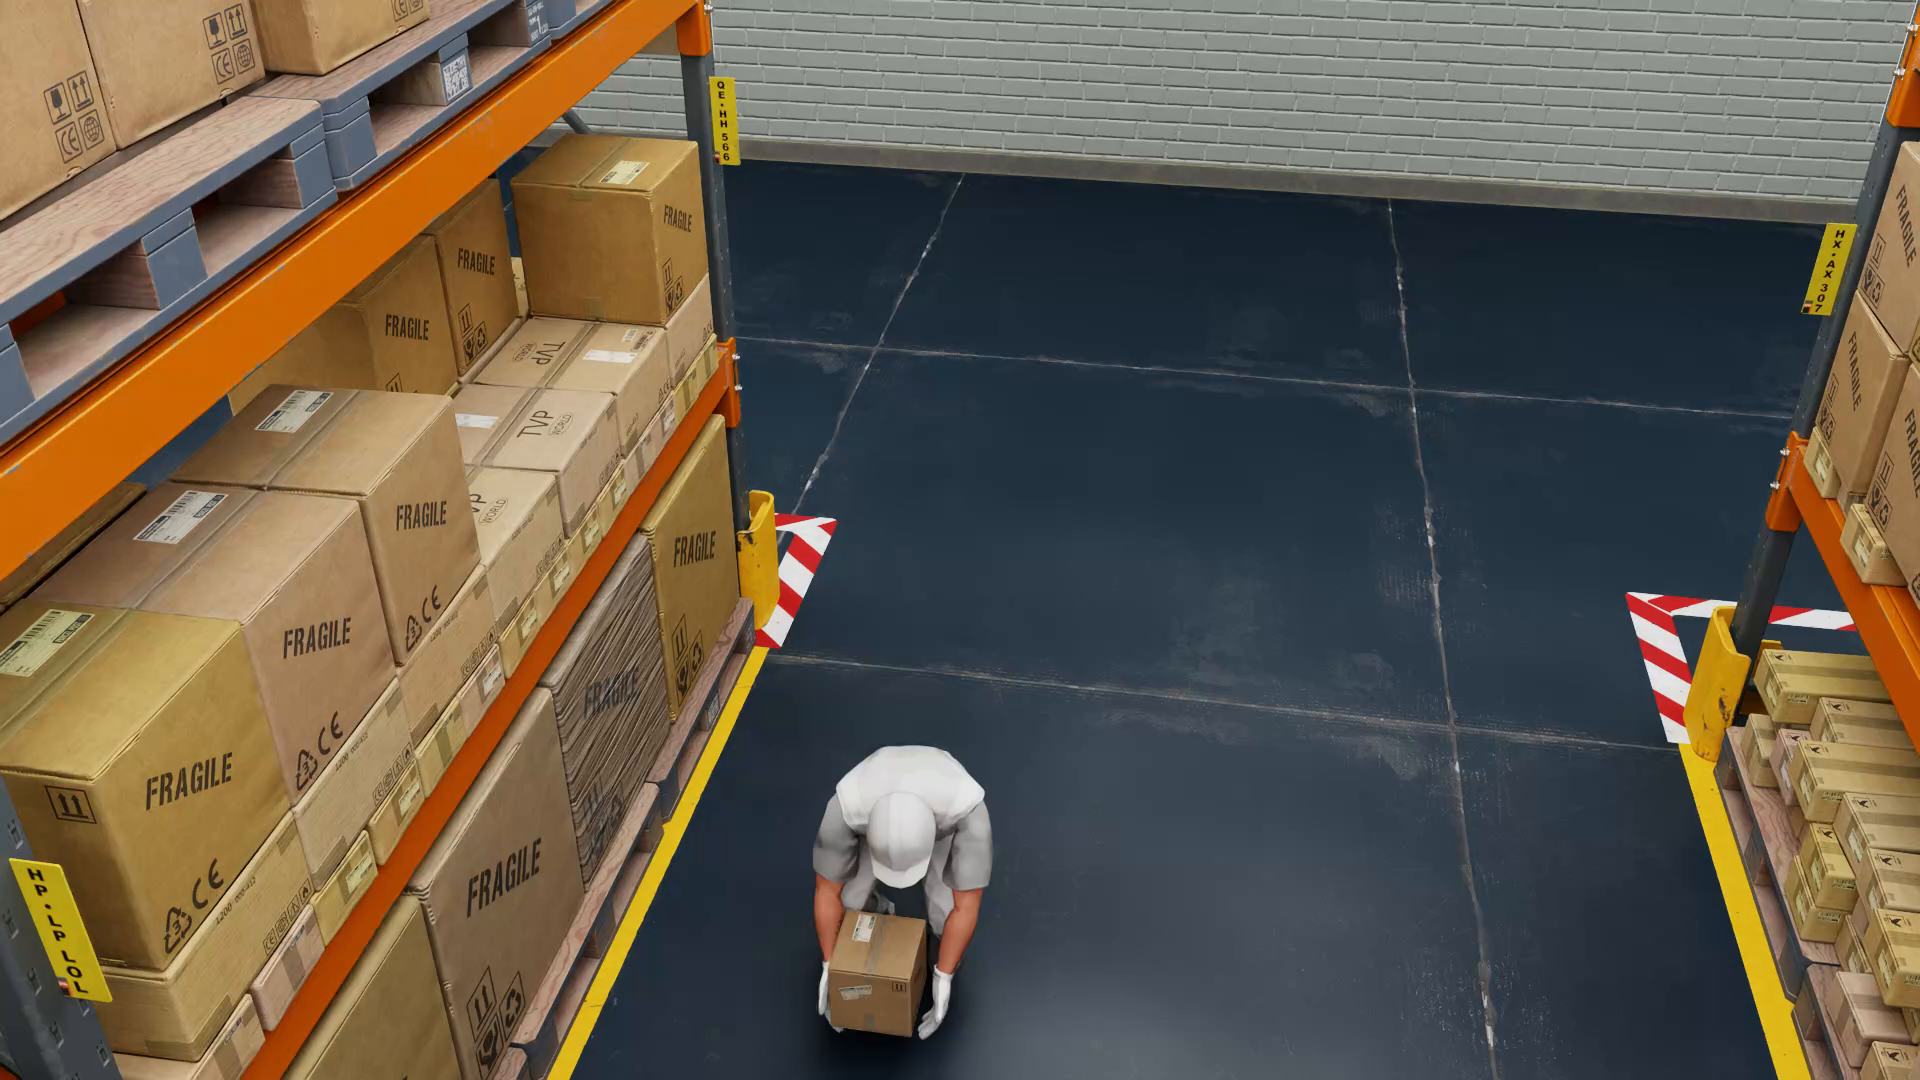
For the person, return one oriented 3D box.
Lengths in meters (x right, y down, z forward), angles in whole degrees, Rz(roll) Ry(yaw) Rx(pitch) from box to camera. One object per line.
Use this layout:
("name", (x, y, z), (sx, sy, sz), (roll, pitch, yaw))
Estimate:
("person", (-0.165, 1.006, 5.260), (0.561, 0.999, 0.875), (5, 32, 8))
